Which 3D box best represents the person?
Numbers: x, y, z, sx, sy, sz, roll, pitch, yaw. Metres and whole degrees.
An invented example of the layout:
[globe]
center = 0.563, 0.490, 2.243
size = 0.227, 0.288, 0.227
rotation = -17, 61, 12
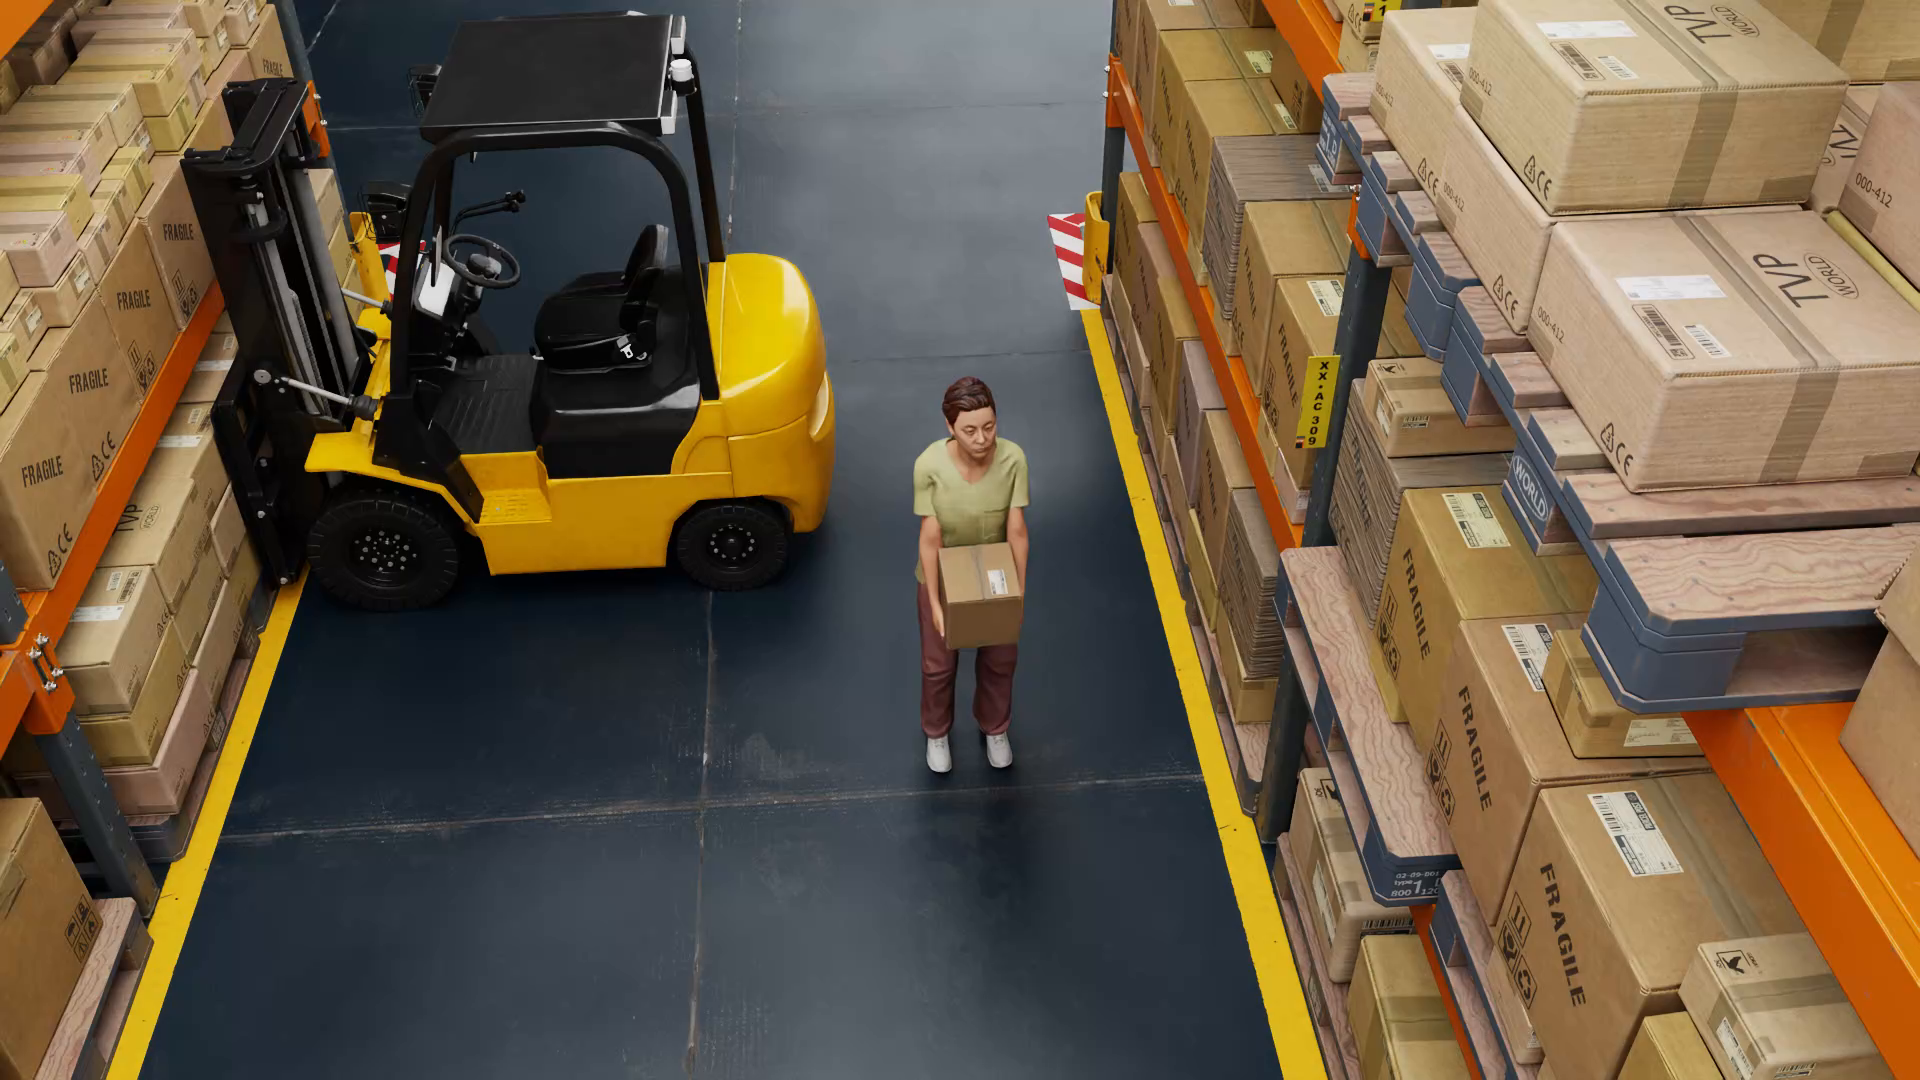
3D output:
[person]
center = 0.046, 0.194, 5.929
size = 0.406, 1.668, 0.517
rotation = -5, 40, -6
